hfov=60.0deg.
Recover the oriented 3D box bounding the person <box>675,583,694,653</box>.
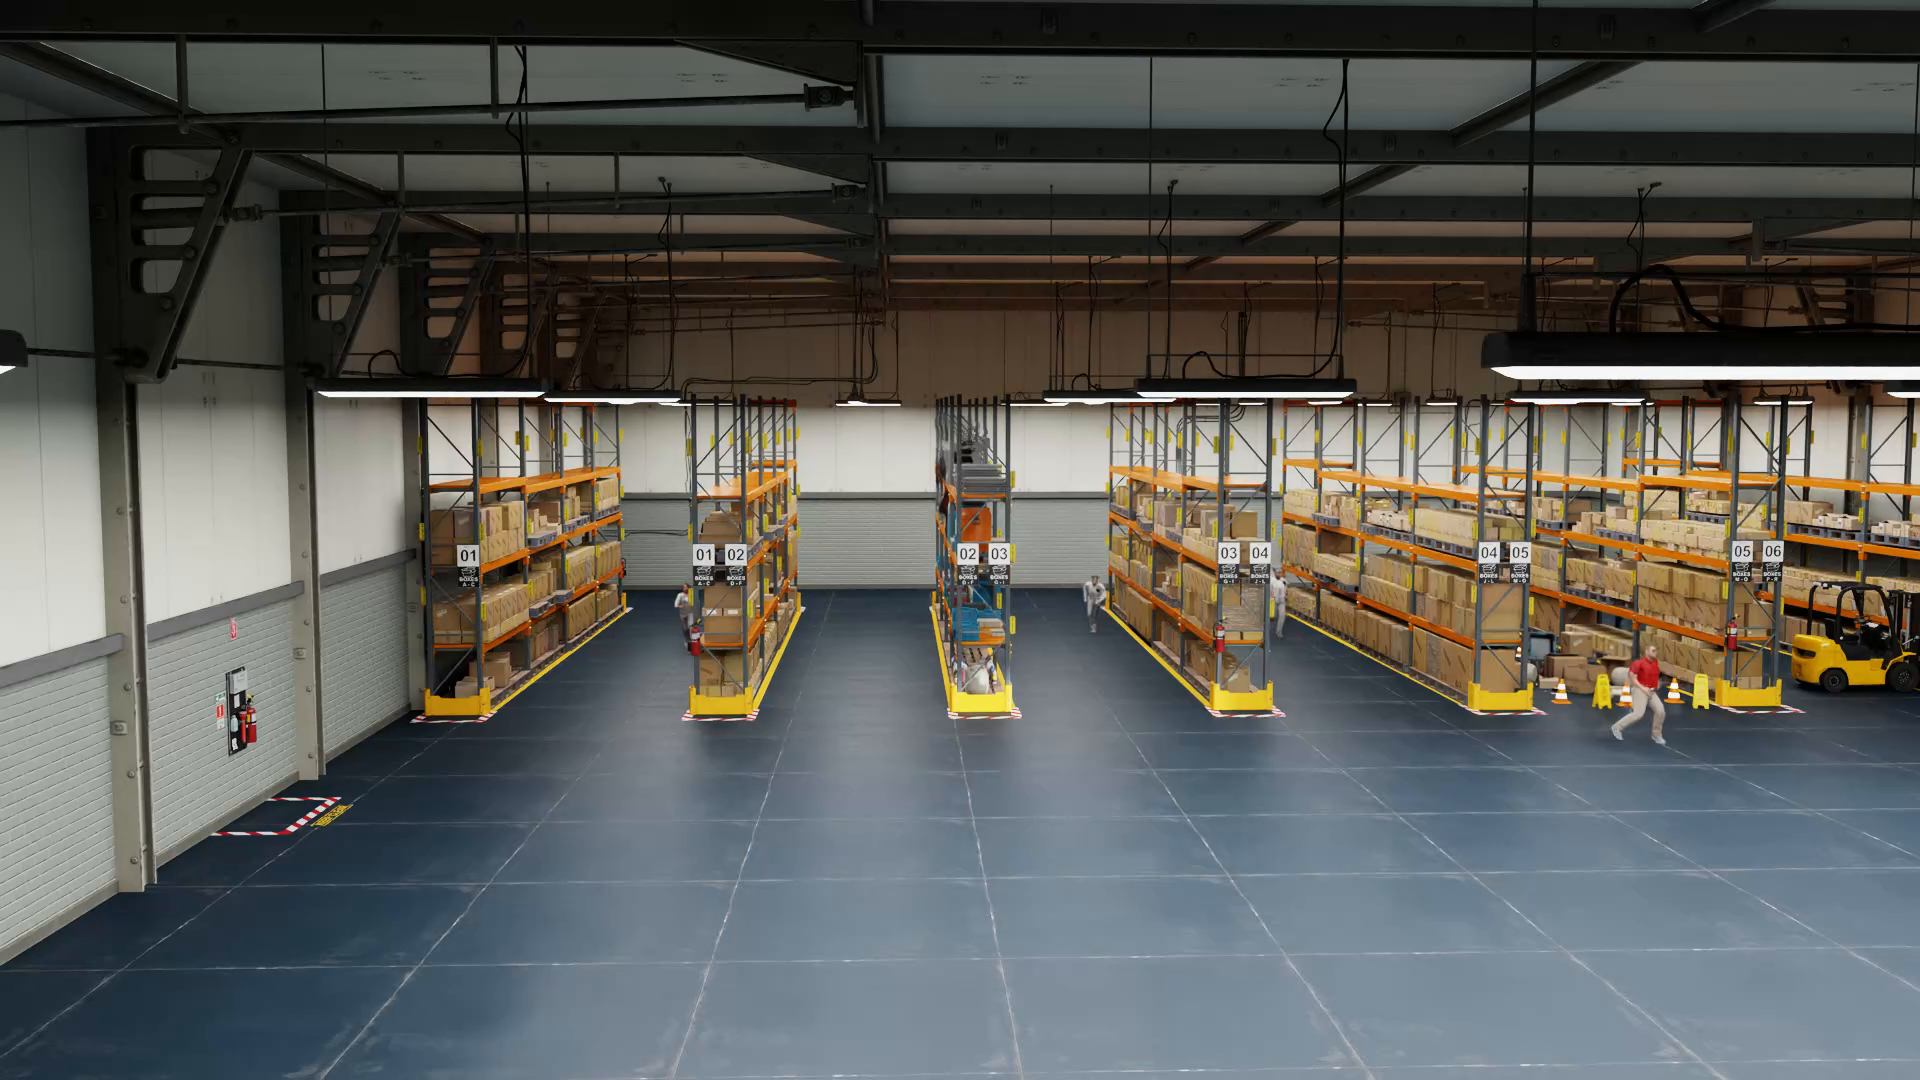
[{"bbox_3d":[-6.465,1.814,39.280,0.530,1.622,0.825,0,5,-5],"label":"person"}]

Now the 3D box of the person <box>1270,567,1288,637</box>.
[{"bbox_3d":[8.027,1.557,42.151,0.673,1.790,0.814,-1,5,-10],"label":"person"}]

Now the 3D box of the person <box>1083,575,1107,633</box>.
[{"bbox_3d":[3.486,1.626,42.884,0.622,1.520,1.013,1,5,9],"label":"person"}]

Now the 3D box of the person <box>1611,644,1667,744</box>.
[{"bbox_3d":[11.729,2.657,28.576,0.897,1.736,0.735,-3,5,-34],"label":"person"}]

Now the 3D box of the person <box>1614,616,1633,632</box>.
[{"bbox_3d":[16.828,1.590,42.113,0.537,1.586,0.874,-1,5,-16],"label":"person"}]
